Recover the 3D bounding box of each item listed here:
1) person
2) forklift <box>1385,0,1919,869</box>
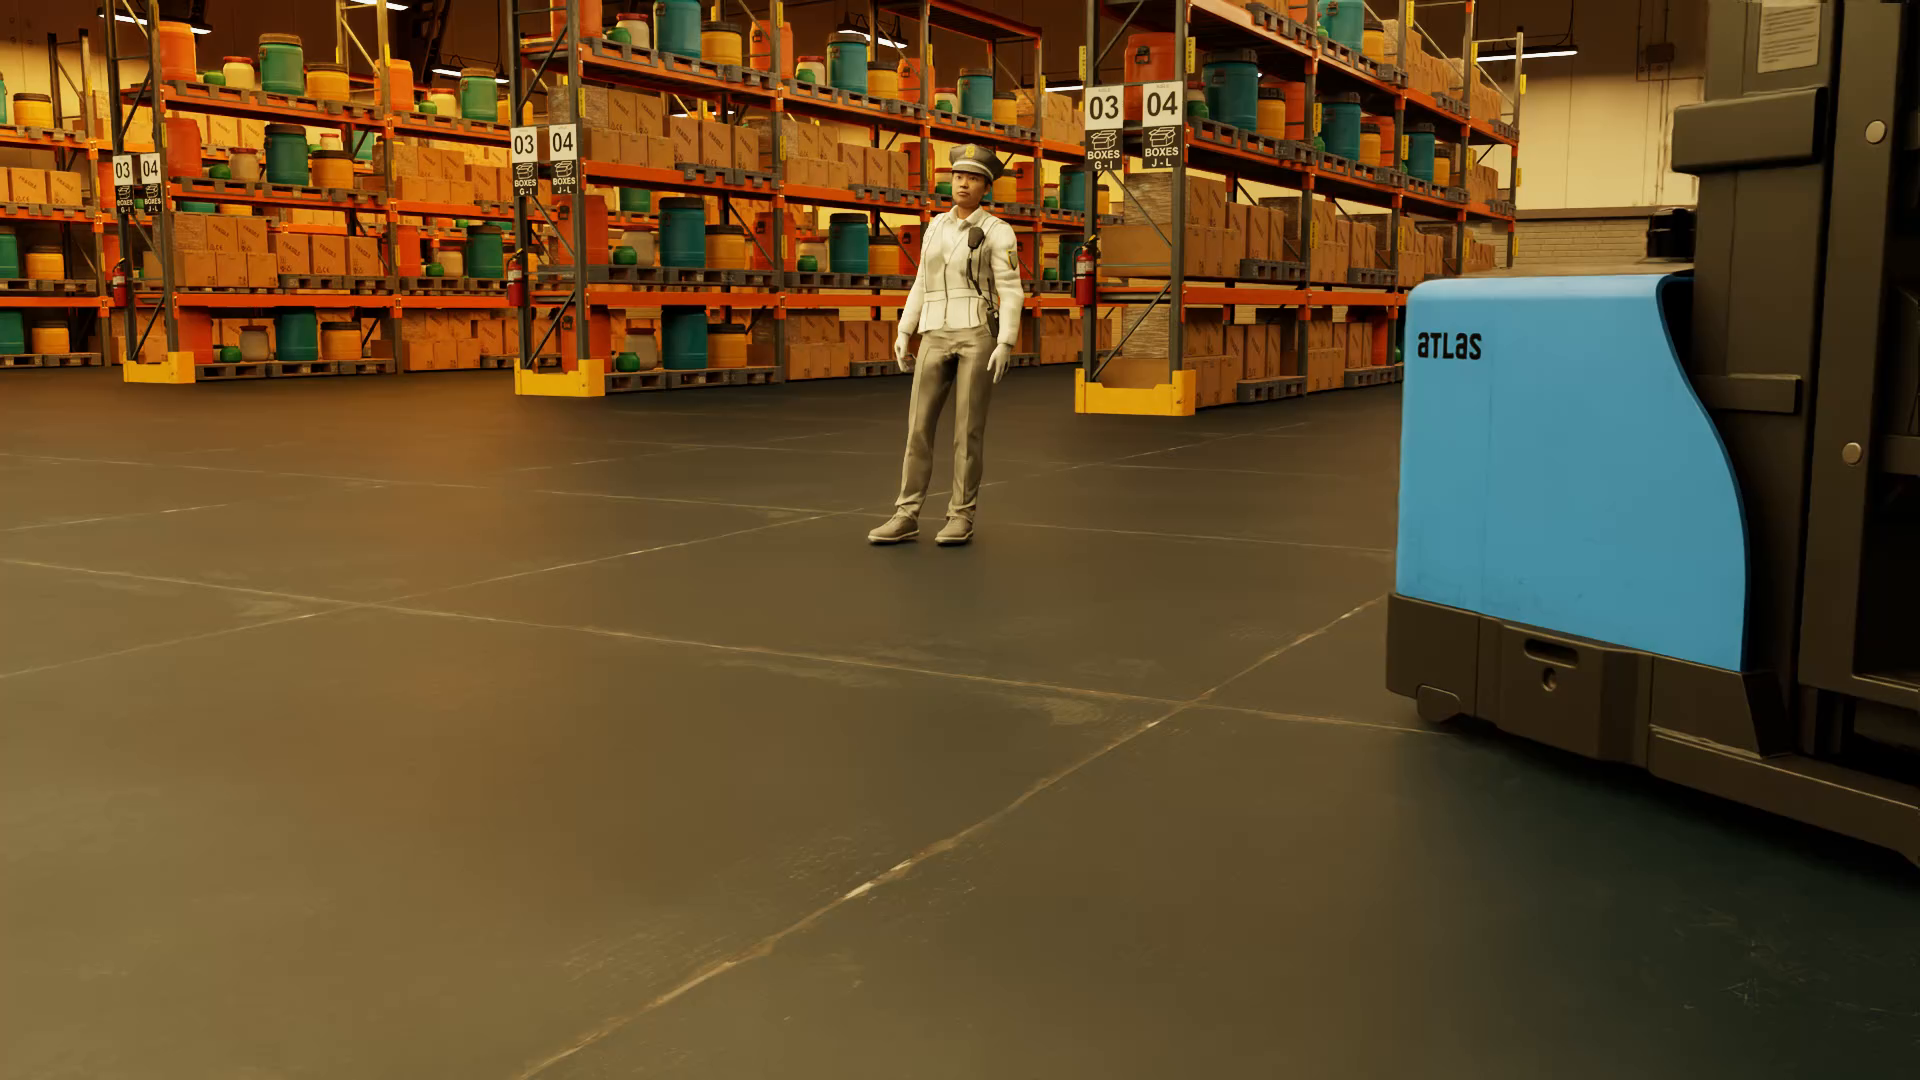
[{"bbox_3d":[-0.040,-0.839,7.141,0.586,1.694,0.530,4,9,29],"label":"person"},{"bbox_3d":[2.155,-0.864,2.853,1.130,2.935,3.031,-4,9,-26],"label":"forklift"}]
